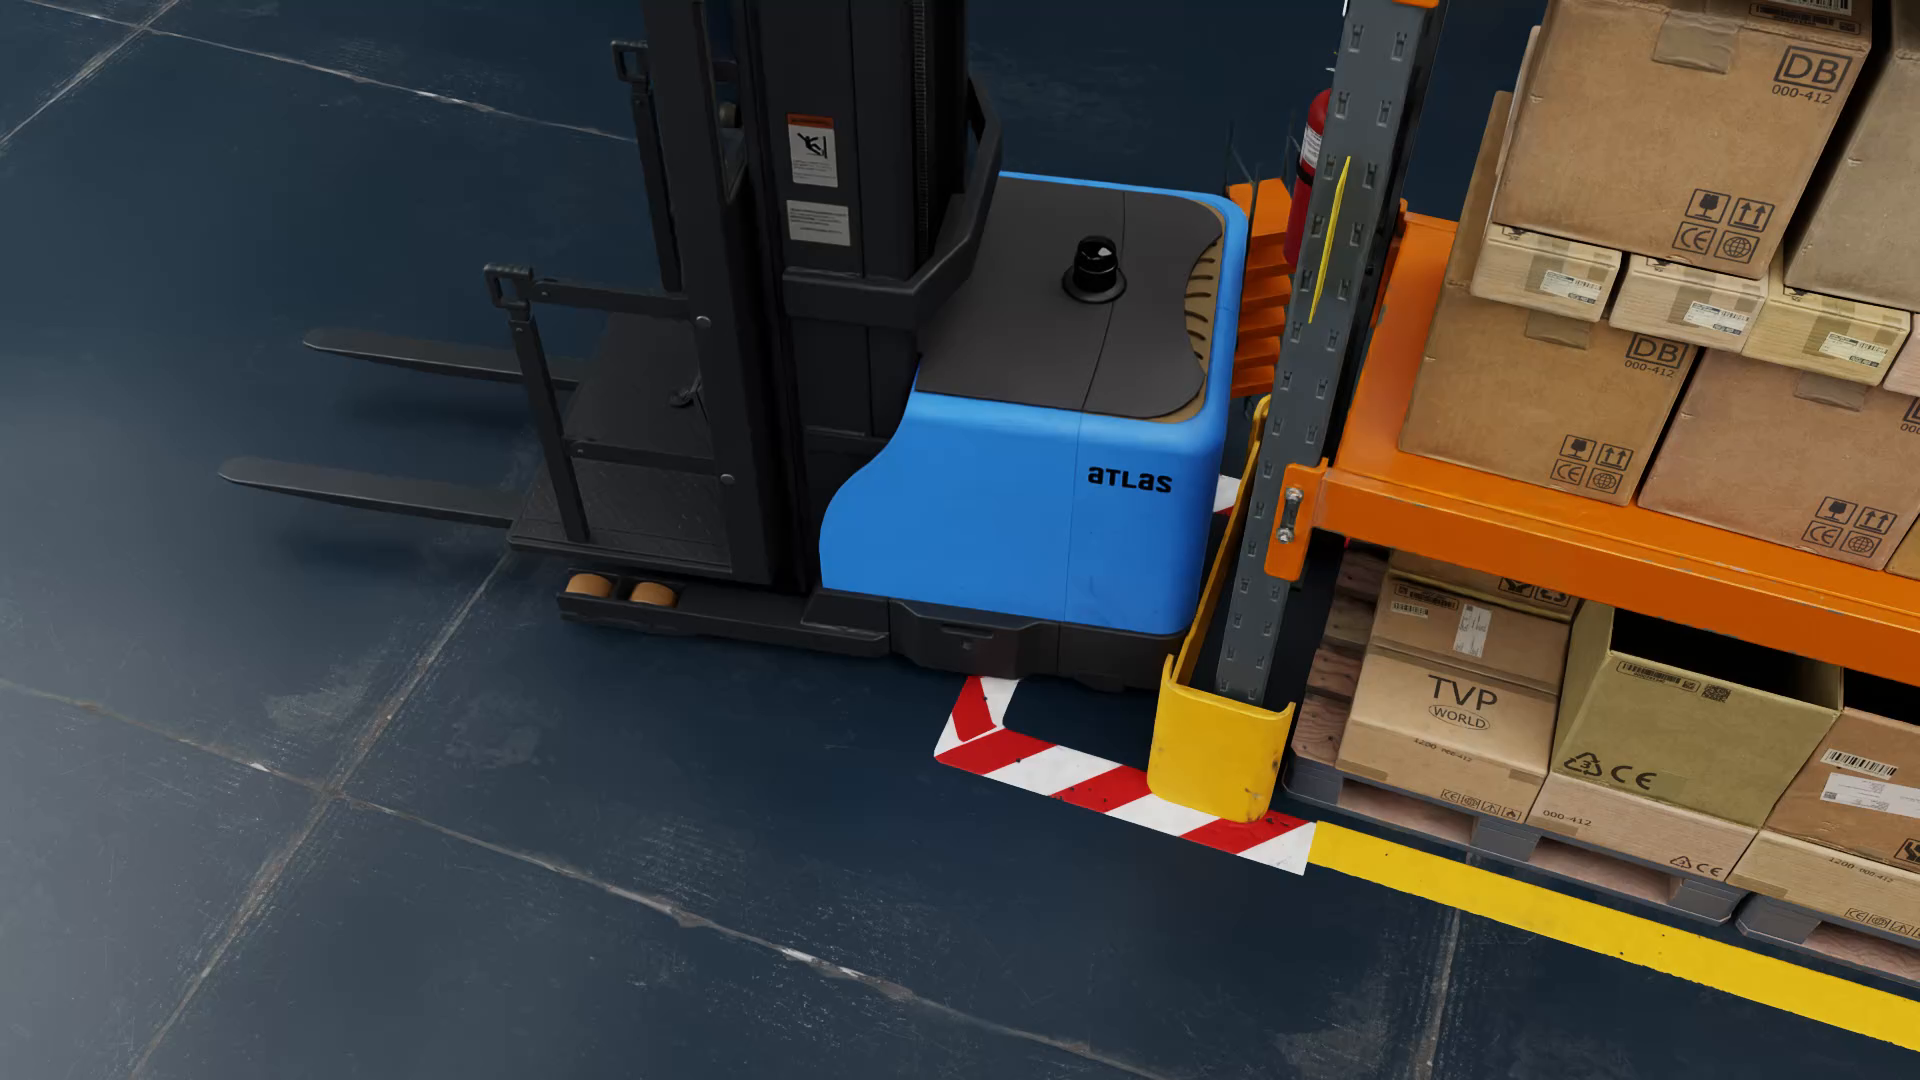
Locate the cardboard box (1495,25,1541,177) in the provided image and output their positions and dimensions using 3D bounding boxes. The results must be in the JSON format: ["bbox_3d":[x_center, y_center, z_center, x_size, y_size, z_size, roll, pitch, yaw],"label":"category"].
[{"bbox_3d":[1.316,-0.922,3.568,0.250,0.149,0.380,15,51,13],"label":"cardboard box"}]

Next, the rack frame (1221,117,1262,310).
[{"bbox_3d":[0.802,-0.713,5.074,0.006,1.200,0.240,-10,50,-8],"label":"rack frame"}]

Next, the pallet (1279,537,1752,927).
[{"bbox_3d":[1.623,0.442,4.727,1.213,0.211,1.003,16,51,13],"label":"pallet"}]

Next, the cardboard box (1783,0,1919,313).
[{"bbox_3d":[1.869,-0.820,3.051,0.500,0.500,0.700,14,51,12],"label":"cardboard box"}]

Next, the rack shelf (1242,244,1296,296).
[{"bbox_3d":[0.888,-0.857,4.939,0.180,0.103,0.258,-10,50,-8],"label":"rack shelf"}]

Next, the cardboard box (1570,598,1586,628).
[{"bbox_3d":[1.970,0.175,4.655,0.500,0.250,0.500,16,51,13],"label":"cardboard box"}]

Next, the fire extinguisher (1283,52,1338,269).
[{"bbox_3d":[0.941,-0.976,4.162,0.183,0.674,0.296,16,51,13],"label":"fire extinguisher"}]

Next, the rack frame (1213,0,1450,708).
[{"bbox_3d":[0.891,-0.641,3.821,0.127,3.000,1.000,16,51,13],"label":"rack frame"}]

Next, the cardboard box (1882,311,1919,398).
[{"bbox_3d":[1.903,-0.430,3.142,0.250,0.149,0.380,15,51,13],"label":"cardboard box"}]

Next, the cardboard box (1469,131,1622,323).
[{"bbox_3d":[1.185,-0.631,3.317,0.250,0.149,0.380,15,51,13],"label":"cardboard box"}]

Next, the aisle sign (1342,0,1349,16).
[{"bbox_3d":[0.723,-1.293,2.665,0.004,0.787,0.394,16,51,13],"label":"aisle sign"}]

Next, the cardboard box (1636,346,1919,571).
[{"bbox_3d":[1.819,-0.409,3.553,0.500,0.500,0.700,17,51,14],"label":"cardboard box"}]

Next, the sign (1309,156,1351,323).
[{"bbox_3d":[0.693,-0.559,3.124,0.005,0.325,0.100,16,51,13],"label":"sign"}]

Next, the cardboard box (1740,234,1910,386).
[{"bbox_3d":[1.667,-0.498,3.201,0.250,0.149,0.380,16,51,13],"label":"cardboard box"}]

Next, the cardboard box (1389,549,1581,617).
[{"bbox_3d":[1.497,-0.195,4.479,0.500,0.500,0.500,16,51,13],"label":"cardboard box"}]

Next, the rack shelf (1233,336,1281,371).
[{"bbox_3d":[0.893,-0.622,5.211,0.180,0.103,0.258,-10,50,-8],"label":"rack shelf"}]

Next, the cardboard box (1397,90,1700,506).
[{"bbox_3d":[1.325,-0.543,3.669,0.500,0.500,0.700,16,51,13],"label":"cardboard box"}]

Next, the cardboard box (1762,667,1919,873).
[{"bbox_3d":[2.260,0.425,3.942,0.500,0.500,0.500,16,51,13],"label":"cardboard box"}]

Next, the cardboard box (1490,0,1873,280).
[{"bbox_3d":[1.374,-0.954,3.167,0.500,0.500,0.700,16,51,13],"label":"cardboard box"}]

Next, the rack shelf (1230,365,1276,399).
[{"bbox_3d":[0.894,-0.544,5.302,0.180,0.103,0.258,-10,50,-8],"label":"rack shelf"}]

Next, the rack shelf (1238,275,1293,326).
[{"bbox_3d":[0.890,-0.779,5.030,0.180,0.103,0.258,-10,50,-8],"label":"rack shelf"}]

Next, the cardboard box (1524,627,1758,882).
[{"bbox_3d":[1.787,0.548,4.332,0.500,0.250,0.500,16,51,13],"label":"cardboard box"}]

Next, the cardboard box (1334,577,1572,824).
[{"bbox_3d":[1.317,0.420,4.443,0.500,0.250,0.500,16,51,13],"label":"cardboard box"}]

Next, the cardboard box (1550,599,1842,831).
[{"bbox_3d":[1.787,0.304,4.047,0.500,0.500,0.500,16,51,13],"label":"cardboard box"}]

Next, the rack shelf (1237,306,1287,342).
[{"bbox_3d":[0.891,-0.701,5.120,0.180,0.103,0.258,-10,50,-8],"label":"rack shelf"}]

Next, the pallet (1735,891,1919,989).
[{"bbox_3d":[2.764,0.763,4.449,1.213,0.211,1.003,16,51,13],"label":"pallet"}]

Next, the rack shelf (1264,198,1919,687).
[{"bbox_3d":[2.767,0.118,3.639,4.000,0.370,1.077,16,51,13],"label":"rack shelf"}]

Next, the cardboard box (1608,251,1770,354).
[{"bbox_3d":[1.433,-0.564,3.258,0.250,0.149,0.380,14,51,12],"label":"cardboard box"}]

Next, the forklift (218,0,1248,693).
[{"bbox_3d":[-0.745,-1.062,4.231,3.031,2.935,1.130,8,50,7],"label":"forklift"}]

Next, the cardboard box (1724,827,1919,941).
[{"bbox_3d":[2.256,0.679,4.218,0.500,0.250,0.500,16,51,13],"label":"cardboard box"}]

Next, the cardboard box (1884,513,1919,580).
[{"bbox_3d":[2.283,-0.275,3.437,0.500,0.500,0.700,16,51,13],"label":"cardboard box"}]

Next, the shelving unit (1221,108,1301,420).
[{"bbox_3d":[0.891,-0.730,5.087,0.189,1.200,0.258,-10,50,-8],"label":"shelving unit"}]

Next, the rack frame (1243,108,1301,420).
[{"bbox_3d":[0.980,-0.746,5.100,0.006,1.200,0.240,-10,50,-8],"label":"rack frame"}]

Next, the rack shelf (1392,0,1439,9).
[{"bbox_3d":[2.767,-0.865,2.505,4.000,0.370,1.077,16,51,13],"label":"rack shelf"}]

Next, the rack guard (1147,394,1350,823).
[{"bbox_3d":[0.869,0.171,4.771,0.348,0.500,1.175,16,51,13],"label":"rack guard"}]

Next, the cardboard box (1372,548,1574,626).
[{"bbox_3d":[1.497,0.052,4.761,0.500,0.250,0.500,16,51,13],"label":"cardboard box"}]

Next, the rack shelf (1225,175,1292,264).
[{"bbox_3d":[0.887,-0.936,4.848,0.180,0.103,0.258,-10,50,-8],"label":"rack shelf"}]
